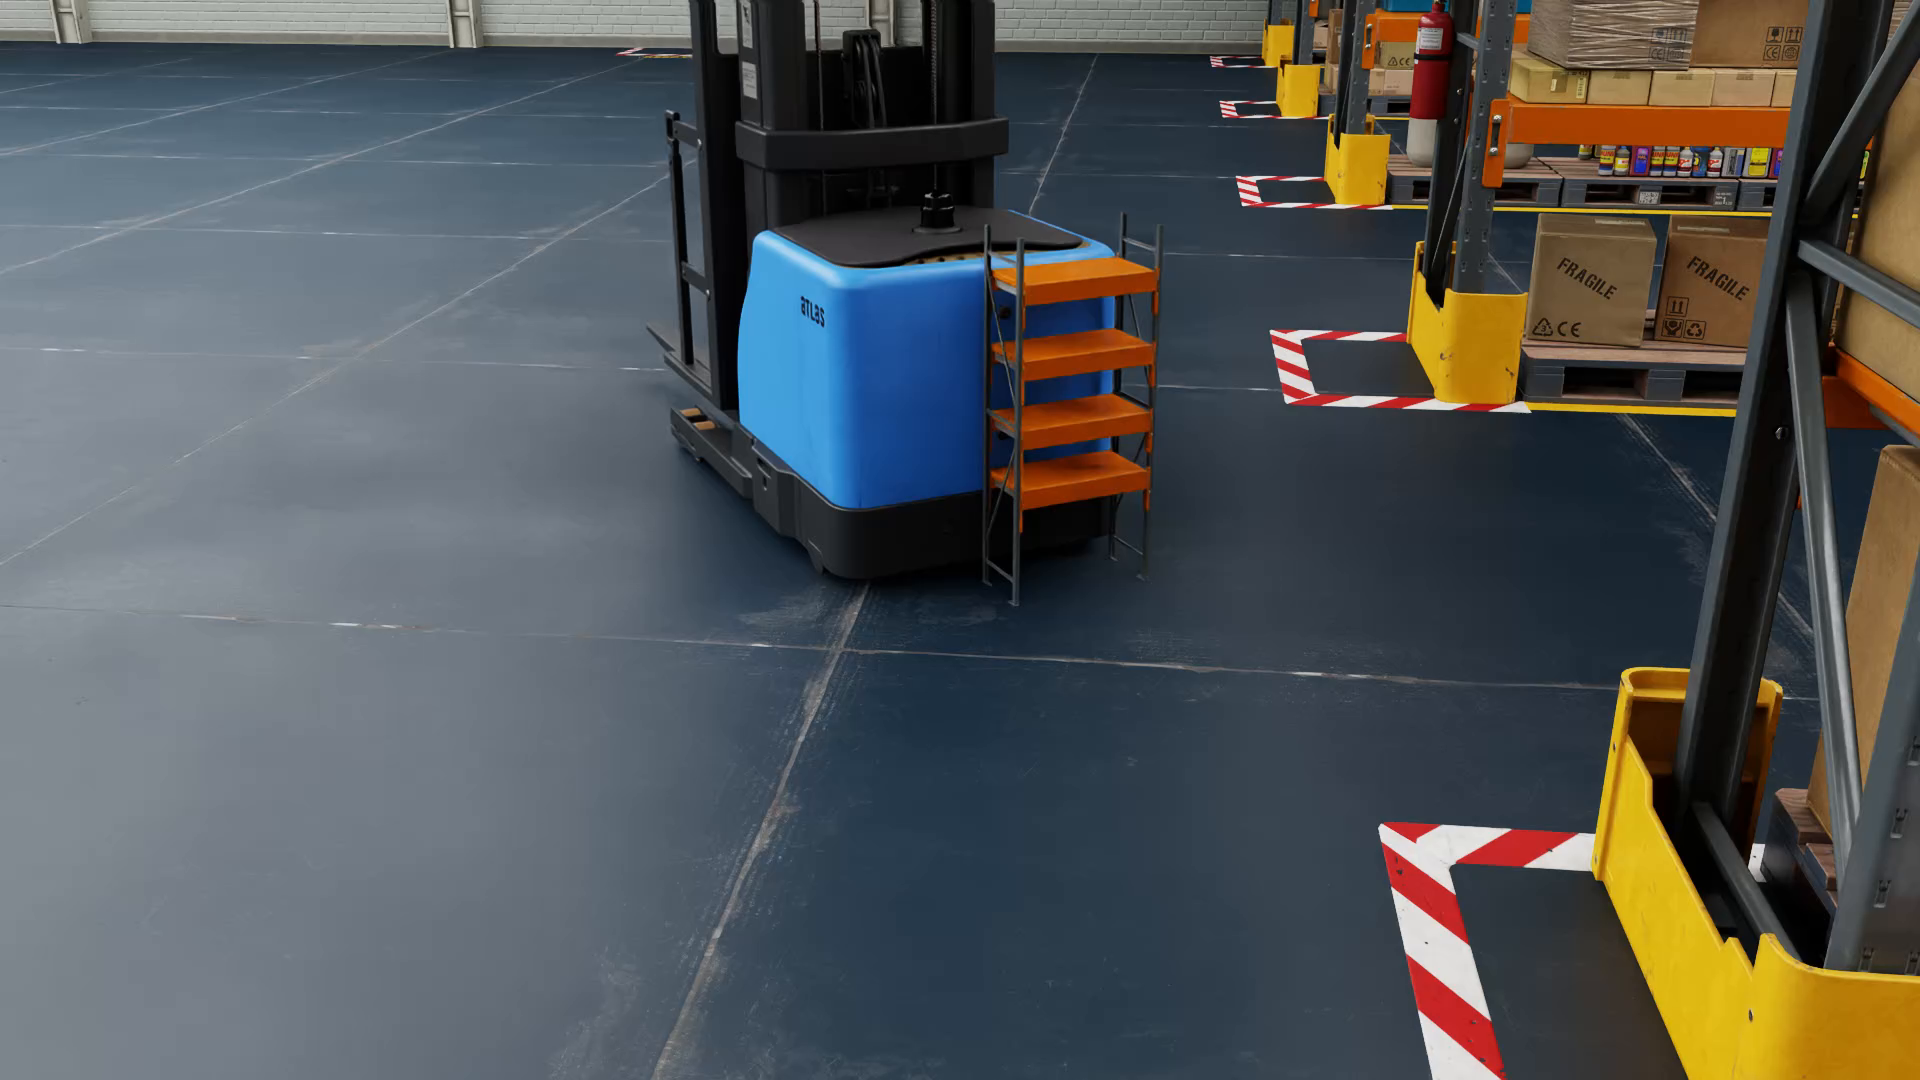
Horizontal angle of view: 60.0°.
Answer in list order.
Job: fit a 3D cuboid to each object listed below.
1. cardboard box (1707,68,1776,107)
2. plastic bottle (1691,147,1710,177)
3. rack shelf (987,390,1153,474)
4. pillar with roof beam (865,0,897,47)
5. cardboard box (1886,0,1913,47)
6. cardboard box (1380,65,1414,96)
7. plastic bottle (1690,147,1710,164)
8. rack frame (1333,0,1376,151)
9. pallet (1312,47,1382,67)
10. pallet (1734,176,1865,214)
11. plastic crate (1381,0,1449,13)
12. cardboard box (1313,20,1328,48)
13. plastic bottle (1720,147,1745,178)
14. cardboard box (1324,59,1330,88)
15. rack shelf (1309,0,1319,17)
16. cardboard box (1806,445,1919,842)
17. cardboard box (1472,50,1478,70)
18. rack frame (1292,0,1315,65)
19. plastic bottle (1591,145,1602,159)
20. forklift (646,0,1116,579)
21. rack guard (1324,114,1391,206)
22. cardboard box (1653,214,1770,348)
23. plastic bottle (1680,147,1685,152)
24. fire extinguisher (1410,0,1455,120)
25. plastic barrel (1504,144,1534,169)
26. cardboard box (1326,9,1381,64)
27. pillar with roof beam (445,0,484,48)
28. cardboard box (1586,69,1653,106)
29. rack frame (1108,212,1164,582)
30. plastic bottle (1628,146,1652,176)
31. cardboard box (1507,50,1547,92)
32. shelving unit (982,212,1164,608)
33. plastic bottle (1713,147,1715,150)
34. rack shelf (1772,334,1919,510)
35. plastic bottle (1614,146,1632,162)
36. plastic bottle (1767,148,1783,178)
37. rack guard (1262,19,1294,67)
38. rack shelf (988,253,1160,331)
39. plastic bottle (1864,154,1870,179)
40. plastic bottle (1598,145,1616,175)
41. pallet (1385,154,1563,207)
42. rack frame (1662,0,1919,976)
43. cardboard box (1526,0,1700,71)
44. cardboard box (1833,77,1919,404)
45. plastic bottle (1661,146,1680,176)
[{"bbox_3d":[3.322,-1.970,7.185,0.250,0.149,0.380,2,22,6],"label":"cardboard box"},{"bbox_3d":[5.312,-2.748,11.922,0.097,0.271,0.097,0,22,0],"label":"plastic bottle"},{"bbox_3d":[0.353,-0.355,5.389,0.480,0.148,0.258,-10,24,-24],"label":"rack shelf"},{"bbox_3d":[-1.595,-9.412,17.508,0.400,9.000,9.100,2,22,6],"label":"pillar with roof beam"},{"bbox_3d":[3.869,-2.359,7.287,0.500,0.500,0.875,2,22,6],"label":"cardboard box"},{"bbox_3d":[4.497,-4.632,16.745,0.500,0.250,0.500,2,22,6],"label":"cardboard box"},{"bbox_3d":[5.524,-2.955,12.440,0.135,0.276,0.152,2,22,6],"label":"plastic bottle"},{"bbox_3d":[2.907,-4.032,12.058,0.127,3.000,1.000,2,22,6],"label":"rack frame"},{"bbox_3d":[4.951,-6.301,21.590,1.213,0.211,1.003,2,22,6],"label":"pallet"},{"bbox_3d":[6.217,-2.606,12.245,1.213,0.211,1.003,2,22,6],"label":"pallet"},{"bbox_3d":[3.439,-4.050,12.307,0.616,0.251,0.499,2,22,6],"label":"plastic crate"},{"bbox_3d":[4.749,-6.540,21.462,0.500,0.311,0.500,0,22,0],"label":"cardboard box"},{"bbox_3d":[5.534,-2.750,11.923,0.135,0.276,0.152,3,22,7],"label":"plastic bottle"},{"bbox_3d":[4.061,-4.842,17.275,0.500,0.250,0.500,2,22,6],"label":"cardboard box"},{"bbox_3d":[5.480,-5.419,16.546,4.000,0.370,1.077,2,22,6],"label":"rack shelf"},{"bbox_3d":[2.321,0.381,3.215,0.875,0.875,0.875,3,22,7],"label":"cardboard box"},{"bbox_3d":[4.995,-4.963,16.563,0.500,0.500,0.500,2,22,6],"label":"cardboard box"},{"bbox_3d":[3.494,-5.840,16.632,0.127,3.000,1.000,2,22,6],"label":"rack frame"},{"bbox_3d":[4.901,-3.056,12.685,0.133,0.283,0.061,3,22,8],"label":"plastic bottle"},{"bbox_3d":[-0.550,-1.740,6.356,1.130,2.935,3.031,-10,24,-23],"label":"forklift"},{"bbox_3d":[2.988,-2.883,12.553,0.348,0.500,1.175,2,22,6],"label":"rack guard"},{"bbox_3d":[3.540,-1.210,7.749,0.500,0.500,0.500,8,23,20],"label":"cardboard box"},{"bbox_3d":[5.517,-3.045,12.566,0.185,0.351,0.144,2,22,6],"label":"plastic bottle"},{"bbox_3d":[2.265,-2.361,7.937,0.183,0.674,0.296,2,22,6],"label":"fire extinguisher"},{"bbox_3d":[4.067,-3.048,12.382,0.421,0.512,0.421,0,22,0],"label":"plastic barrel"},{"bbox_3d":[4.061,-5.191,17.139,0.500,0.500,0.500,2,22,6],"label":"cardboard box"},{"bbox_3d":[-7.553,-9.672,18.165,0.400,9.000,9.100,2,22,6],"label":"pillar with roof beam"},{"bbox_3d":[2.825,-1.990,7.234,0.250,0.149,0.380,2,22,6],"label":"cardboard box"},{"bbox_3d":[0.573,-0.457,5.463,0.015,1.200,0.240,-10,24,-24],"label":"rack frame"},{"bbox_3d":[4.893,-2.765,11.949,0.133,0.283,0.061,3,22,7],"label":"plastic bottle"},{"bbox_3d":[2.631,-2.170,7.690,0.250,0.149,0.380,2,22,6],"label":"cardboard box"},{"bbox_3d":[0.353,-0.418,5.364,0.503,1.200,0.258,-10,24,-24],"label":"shelving unit"},{"bbox_3d":[5.780,-3.017,12.588,0.133,0.283,0.061,3,22,9],"label":"plastic bottle"},{"bbox_3d":[3.626,0.004,2.828,4.000,0.370,1.077,2,22,6],"label":"rack shelf"},{"bbox_3d":[5.017,-2.994,12.530,0.133,0.283,0.061,2,22,6],"label":"plastic bottle"},{"bbox_3d":[5.848,-2.723,11.844,0.133,0.283,0.061,4,22,10],"label":"plastic bottle"},{"bbox_3d":[4.148,-6.483,21.659,0.348,0.500,1.175,2,22,6],"label":"rack guard"},{"bbox_3d":[0.353,-0.783,5.220,0.480,0.148,0.258,-10,24,-24],"label":"rack shelf"},{"bbox_3d":[6.482,-2.664,11.806,0.097,0.201,0.097,0,22,0],"label":"plastic bottle"},{"bbox_3d":[4.671,-2.776,11.993,0.097,0.271,0.097,0,22,0],"label":"plastic bottle"},{"bbox_3d":[3.794,-2.712,12.512,1.213,0.211,1.003,2,22,6],"label":"pallet"},{"bbox_3d":[1.640,-0.417,2.915,0.127,3.000,1.000,2,22,6],"label":"rack frame"},{"bbox_3d":[2.867,-2.375,7.326,0.500,0.500,0.875,2,22,6],"label":"cardboard box"},{"bbox_3d":[2.014,-0.487,2.889,0.550,0.550,0.875,2,22,6],"label":"cardboard box"},{"bbox_3d":[5.110,-2.756,11.945,0.097,0.271,0.097,0,22,0],"label":"plastic bottle"}]
